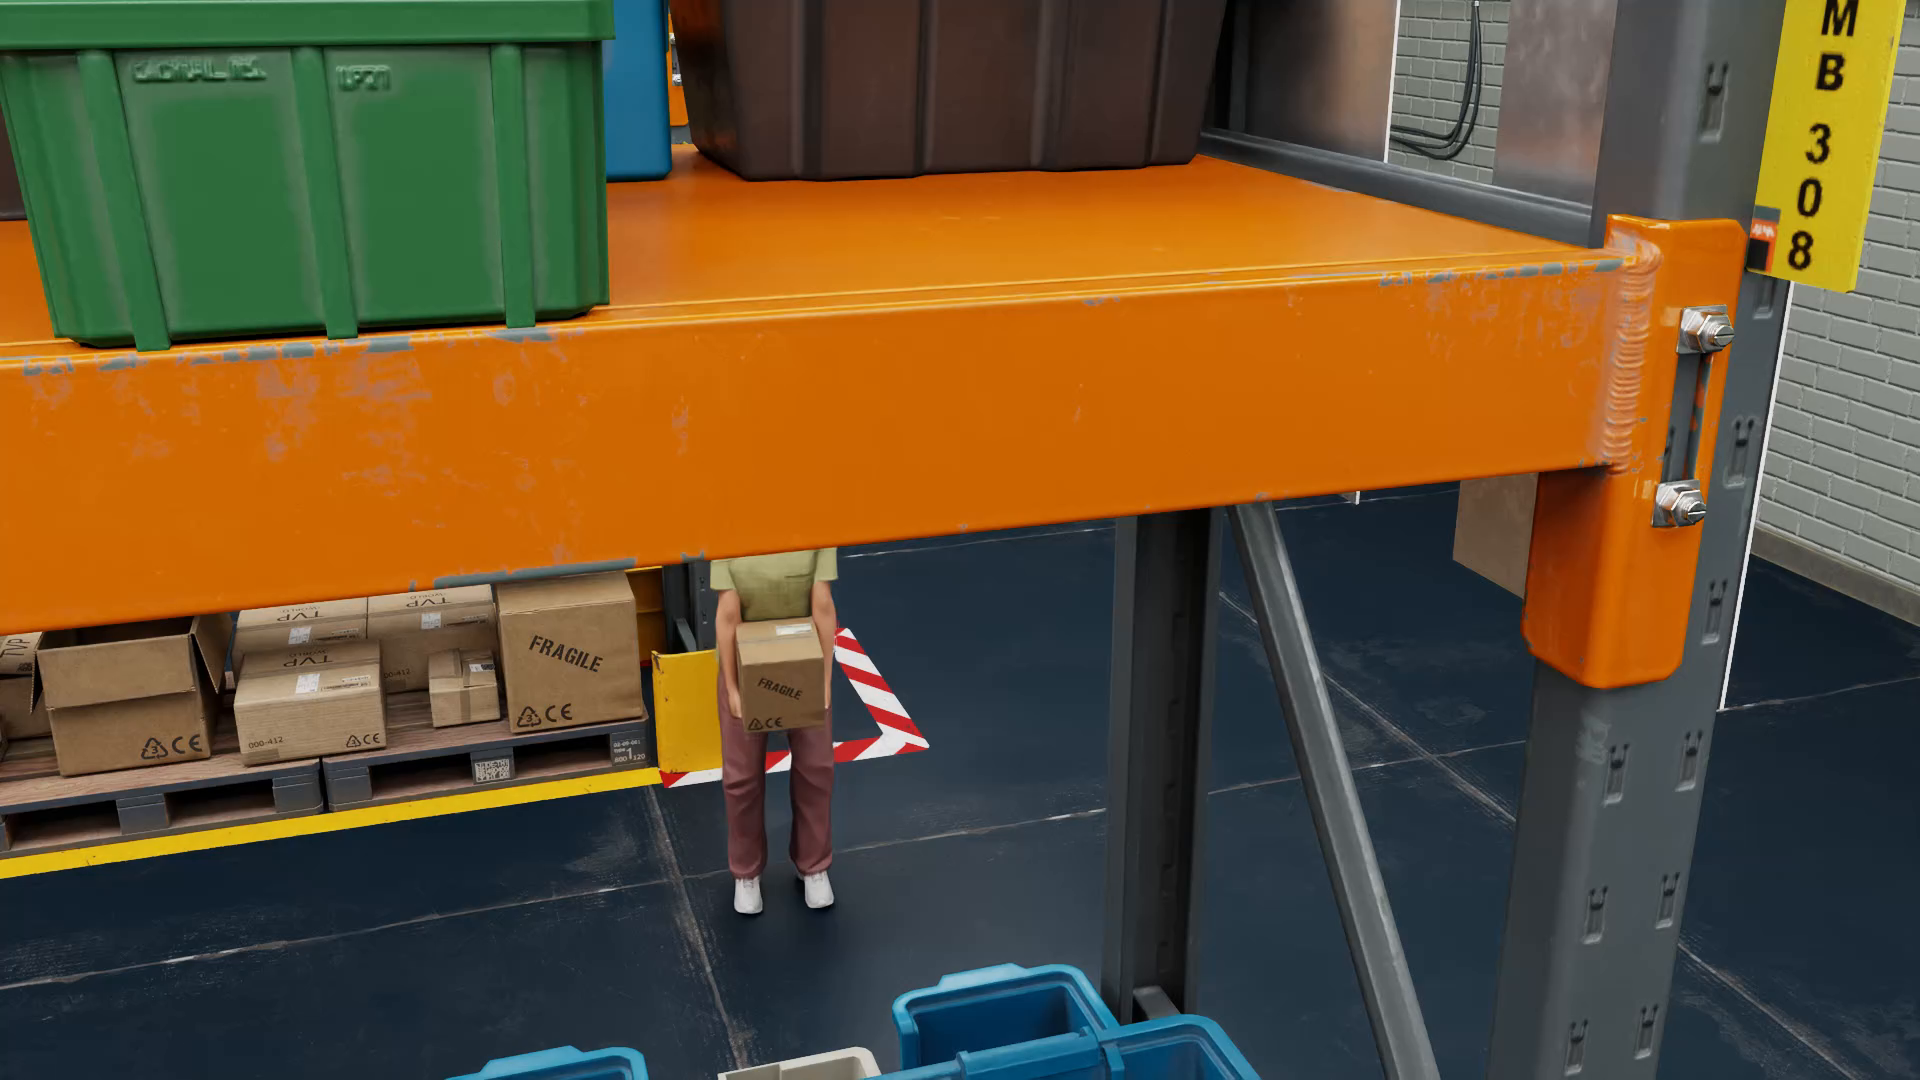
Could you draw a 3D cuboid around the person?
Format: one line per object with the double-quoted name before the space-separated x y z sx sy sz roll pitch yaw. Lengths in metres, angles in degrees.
"person" -0.584 0.438 5.338 0.407 1.668 0.497 -4 20 -11
